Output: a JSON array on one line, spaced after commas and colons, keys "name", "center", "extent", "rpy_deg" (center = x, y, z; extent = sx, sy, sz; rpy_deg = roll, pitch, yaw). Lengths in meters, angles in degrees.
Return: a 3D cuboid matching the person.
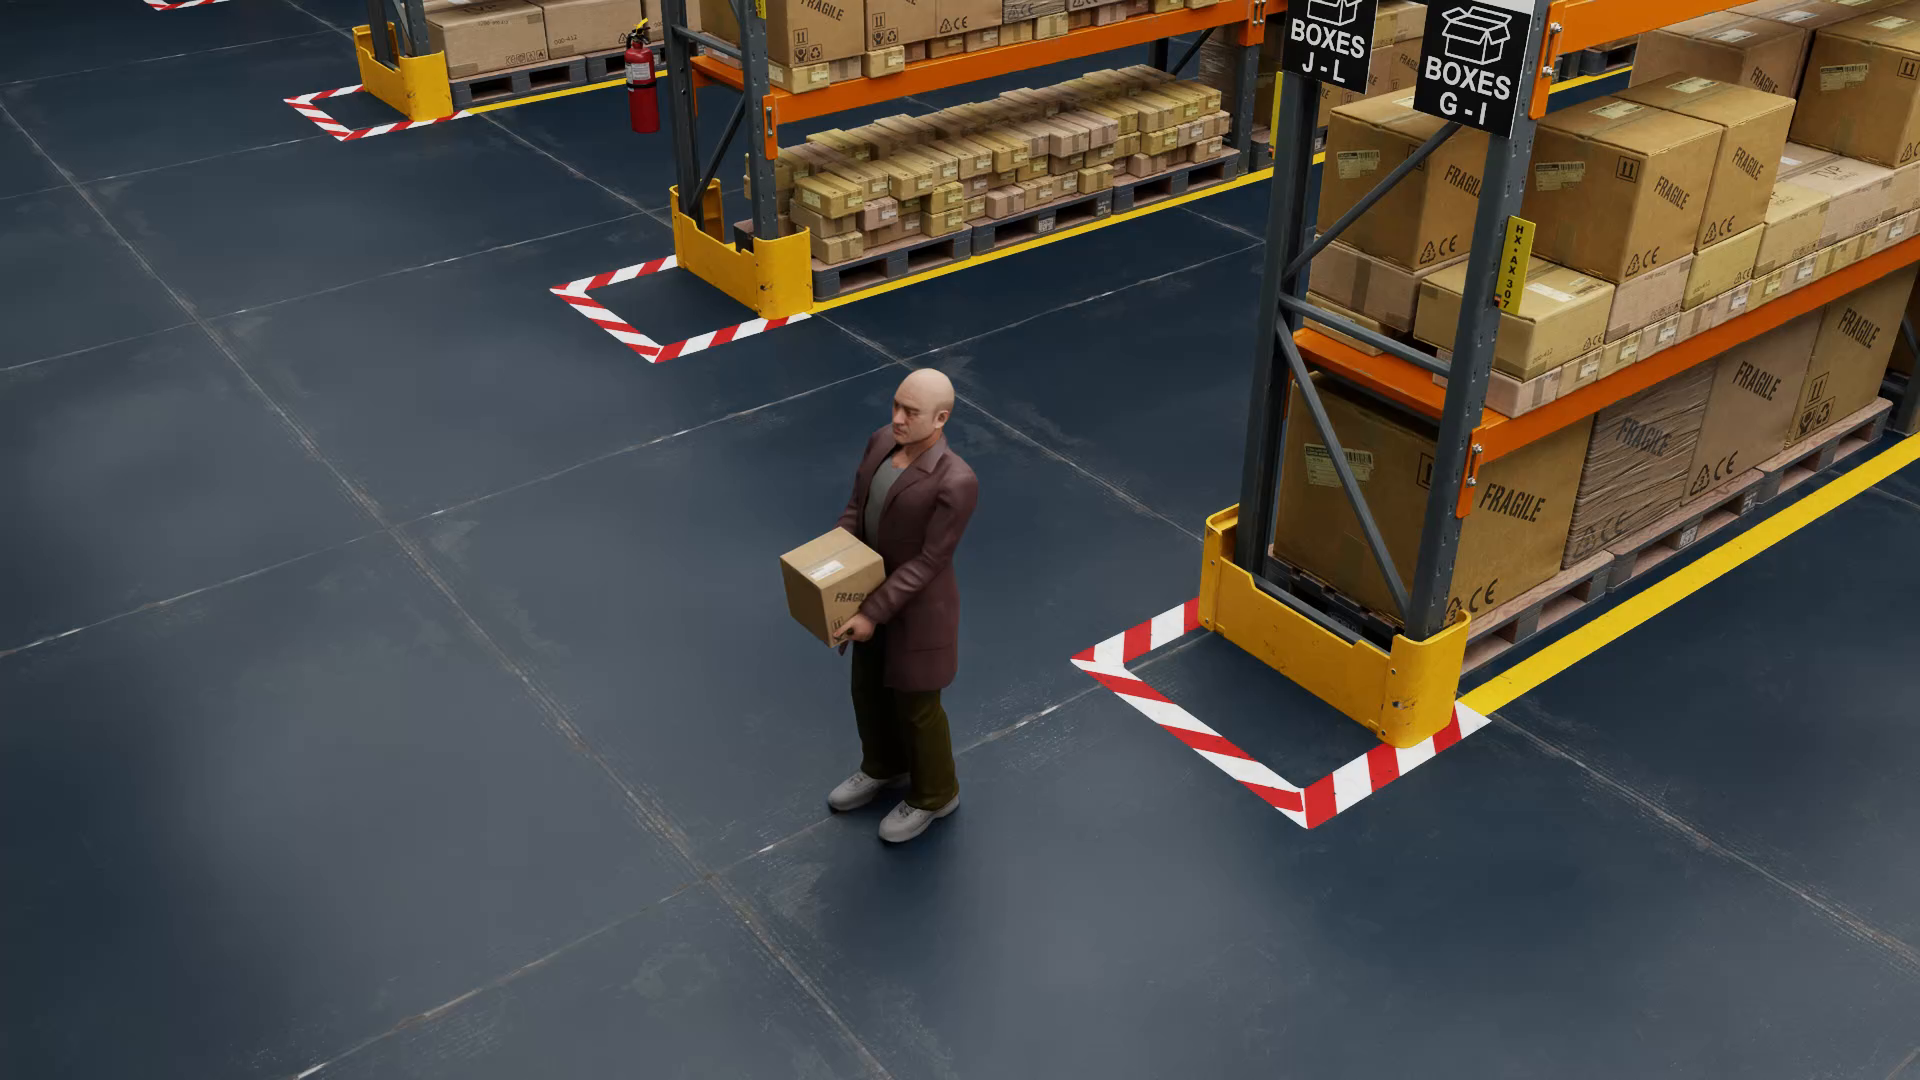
[{"name": "person", "center": [-0.265, 0.260, 5.736], "extent": [0.563, 1.769, 0.527], "rpy_deg": [-22, 38, -31]}]
